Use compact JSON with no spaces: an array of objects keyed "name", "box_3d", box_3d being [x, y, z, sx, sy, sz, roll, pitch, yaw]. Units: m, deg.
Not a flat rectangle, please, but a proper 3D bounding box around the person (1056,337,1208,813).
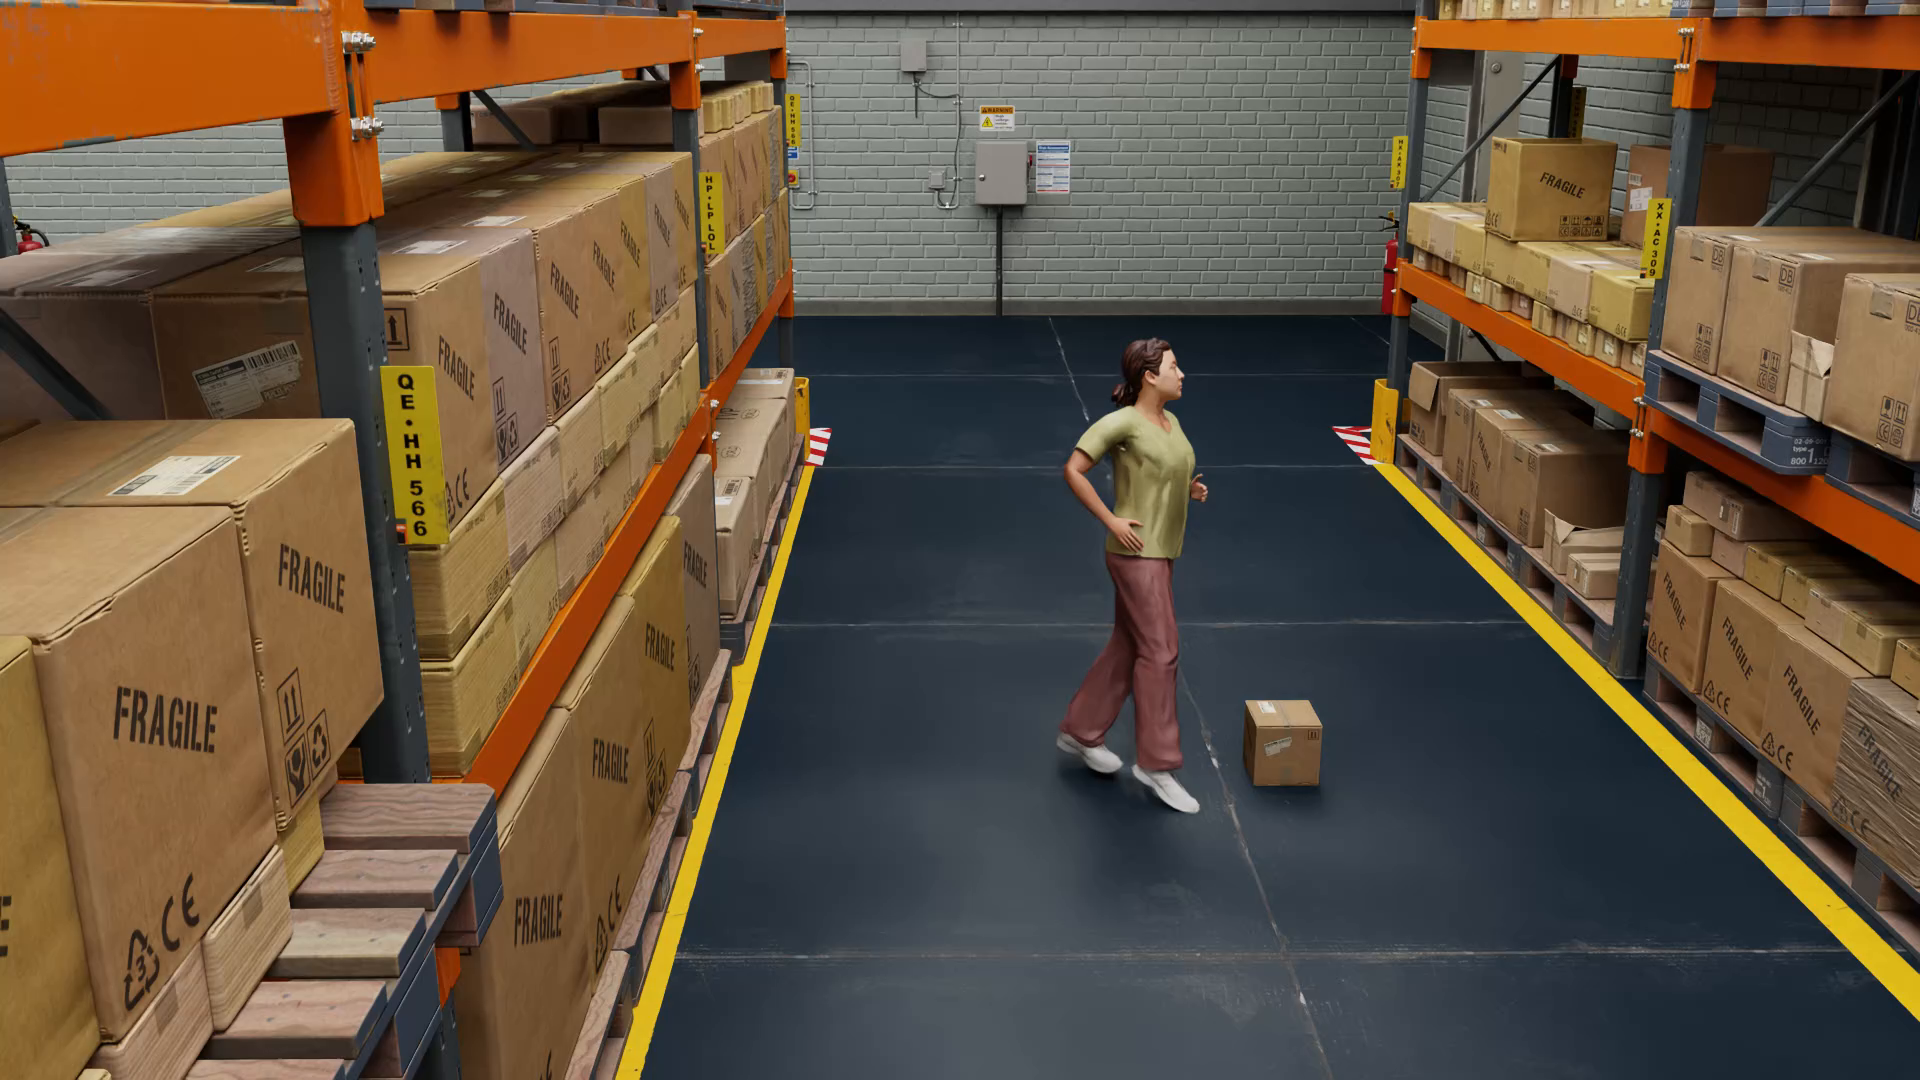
[{"name":"person","box_3d":[0.738,0.094,6.286,0.665,1.687,0.653,10,20,29]}]
